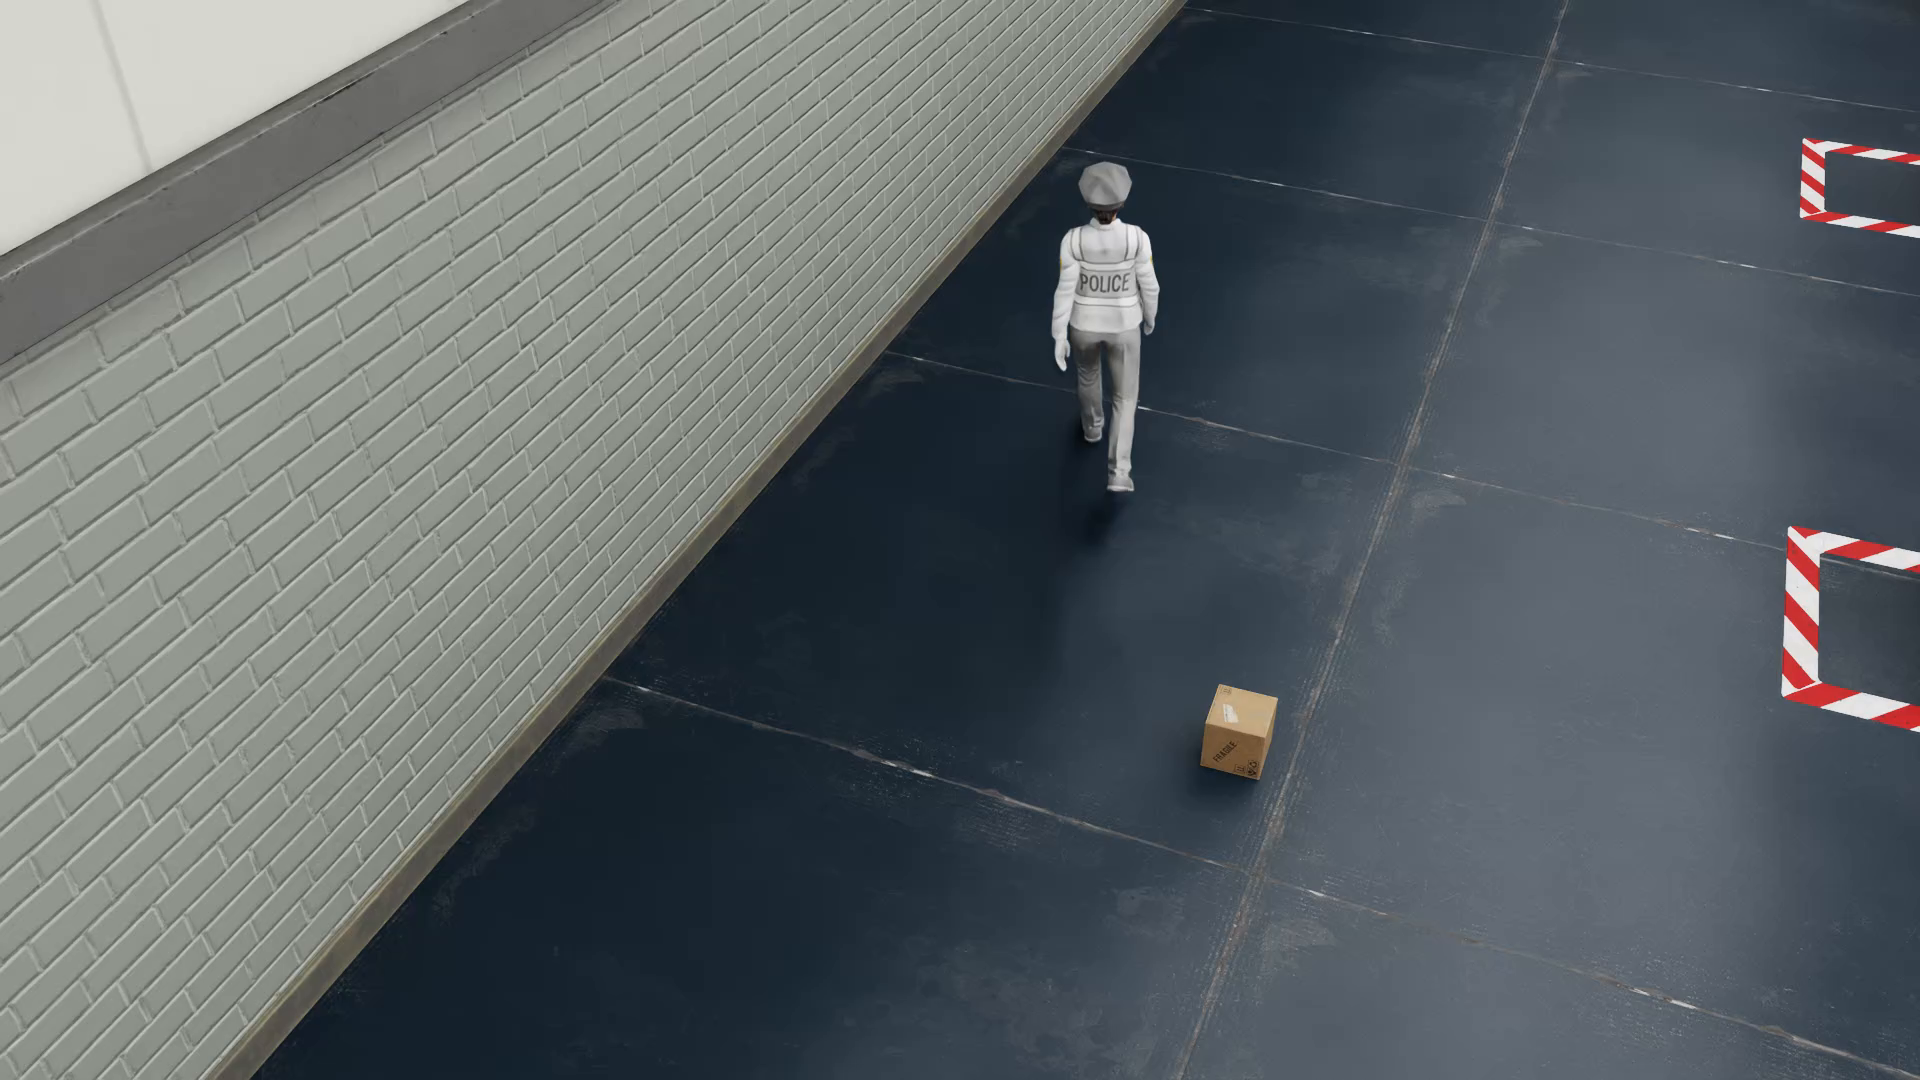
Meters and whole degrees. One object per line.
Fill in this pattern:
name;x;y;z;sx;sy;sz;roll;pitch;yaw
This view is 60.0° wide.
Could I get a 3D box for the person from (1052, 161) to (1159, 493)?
person;0.706;-1.040;8.131;0.501;1.647;0.956;5;38;7
